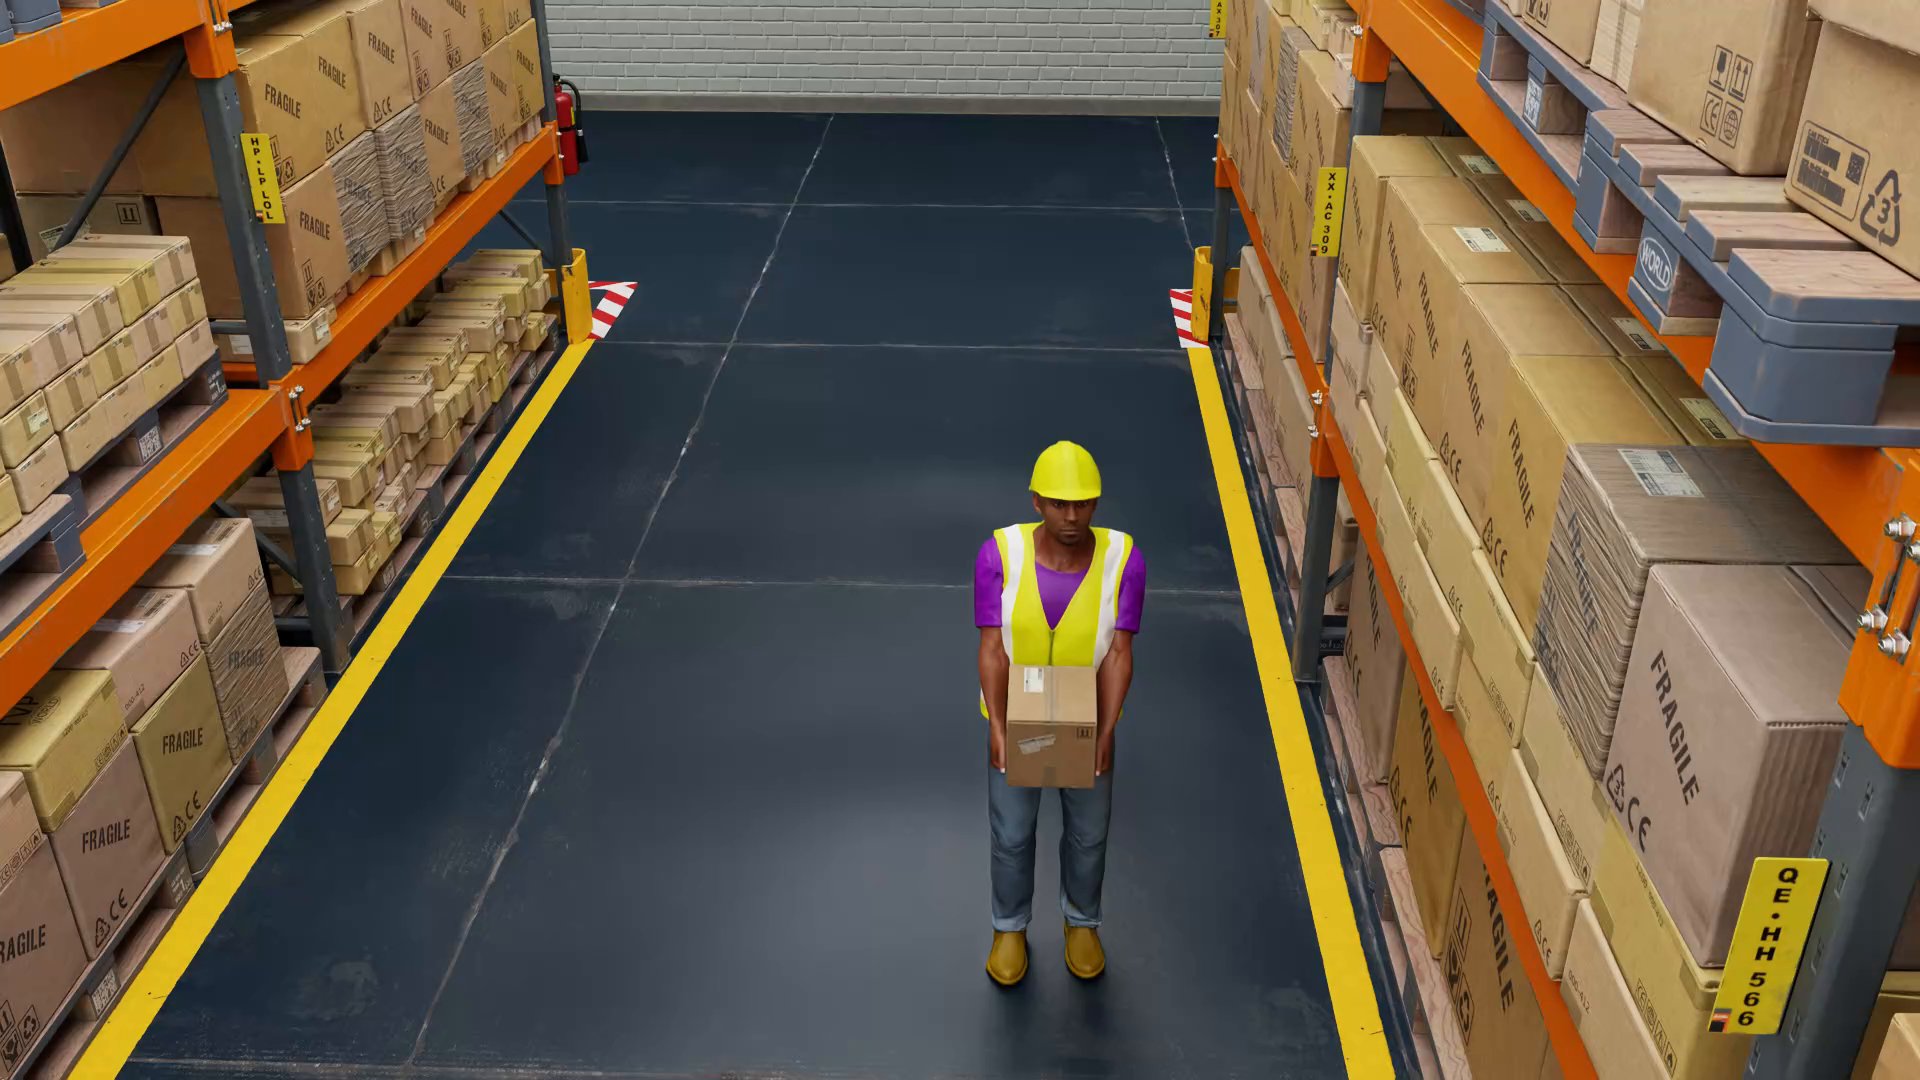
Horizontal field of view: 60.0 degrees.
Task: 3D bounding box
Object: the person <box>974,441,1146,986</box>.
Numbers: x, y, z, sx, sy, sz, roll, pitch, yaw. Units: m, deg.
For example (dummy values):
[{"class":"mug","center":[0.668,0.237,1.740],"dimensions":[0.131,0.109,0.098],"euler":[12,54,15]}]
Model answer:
[{"class":"person","center":[0.288,0.582,4.998],"dimensions":[0.503,1.760,0.577],"euler":[1,28,3]}]
